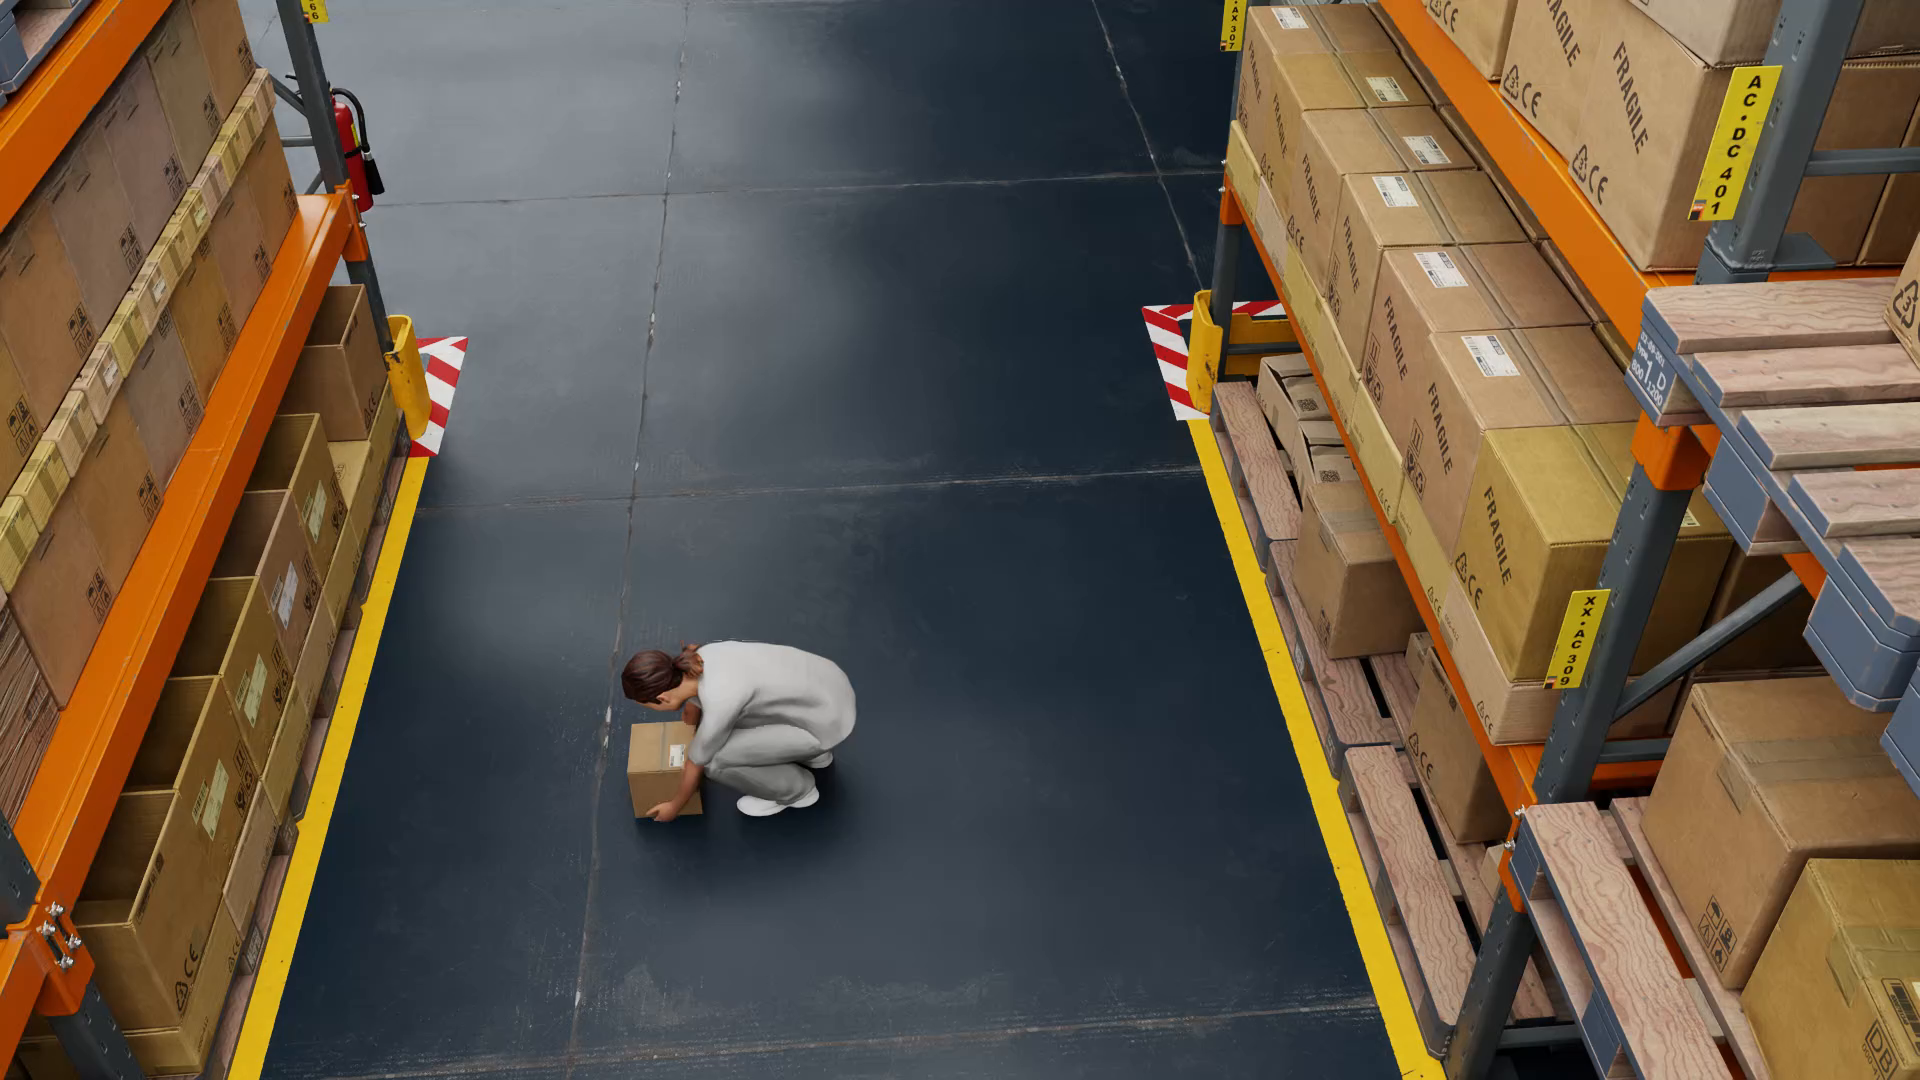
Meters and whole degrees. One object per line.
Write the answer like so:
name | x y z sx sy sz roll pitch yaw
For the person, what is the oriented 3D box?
person | -0.790 0.670 6.105 0.819 0.799 0.466 -3 39 -4
